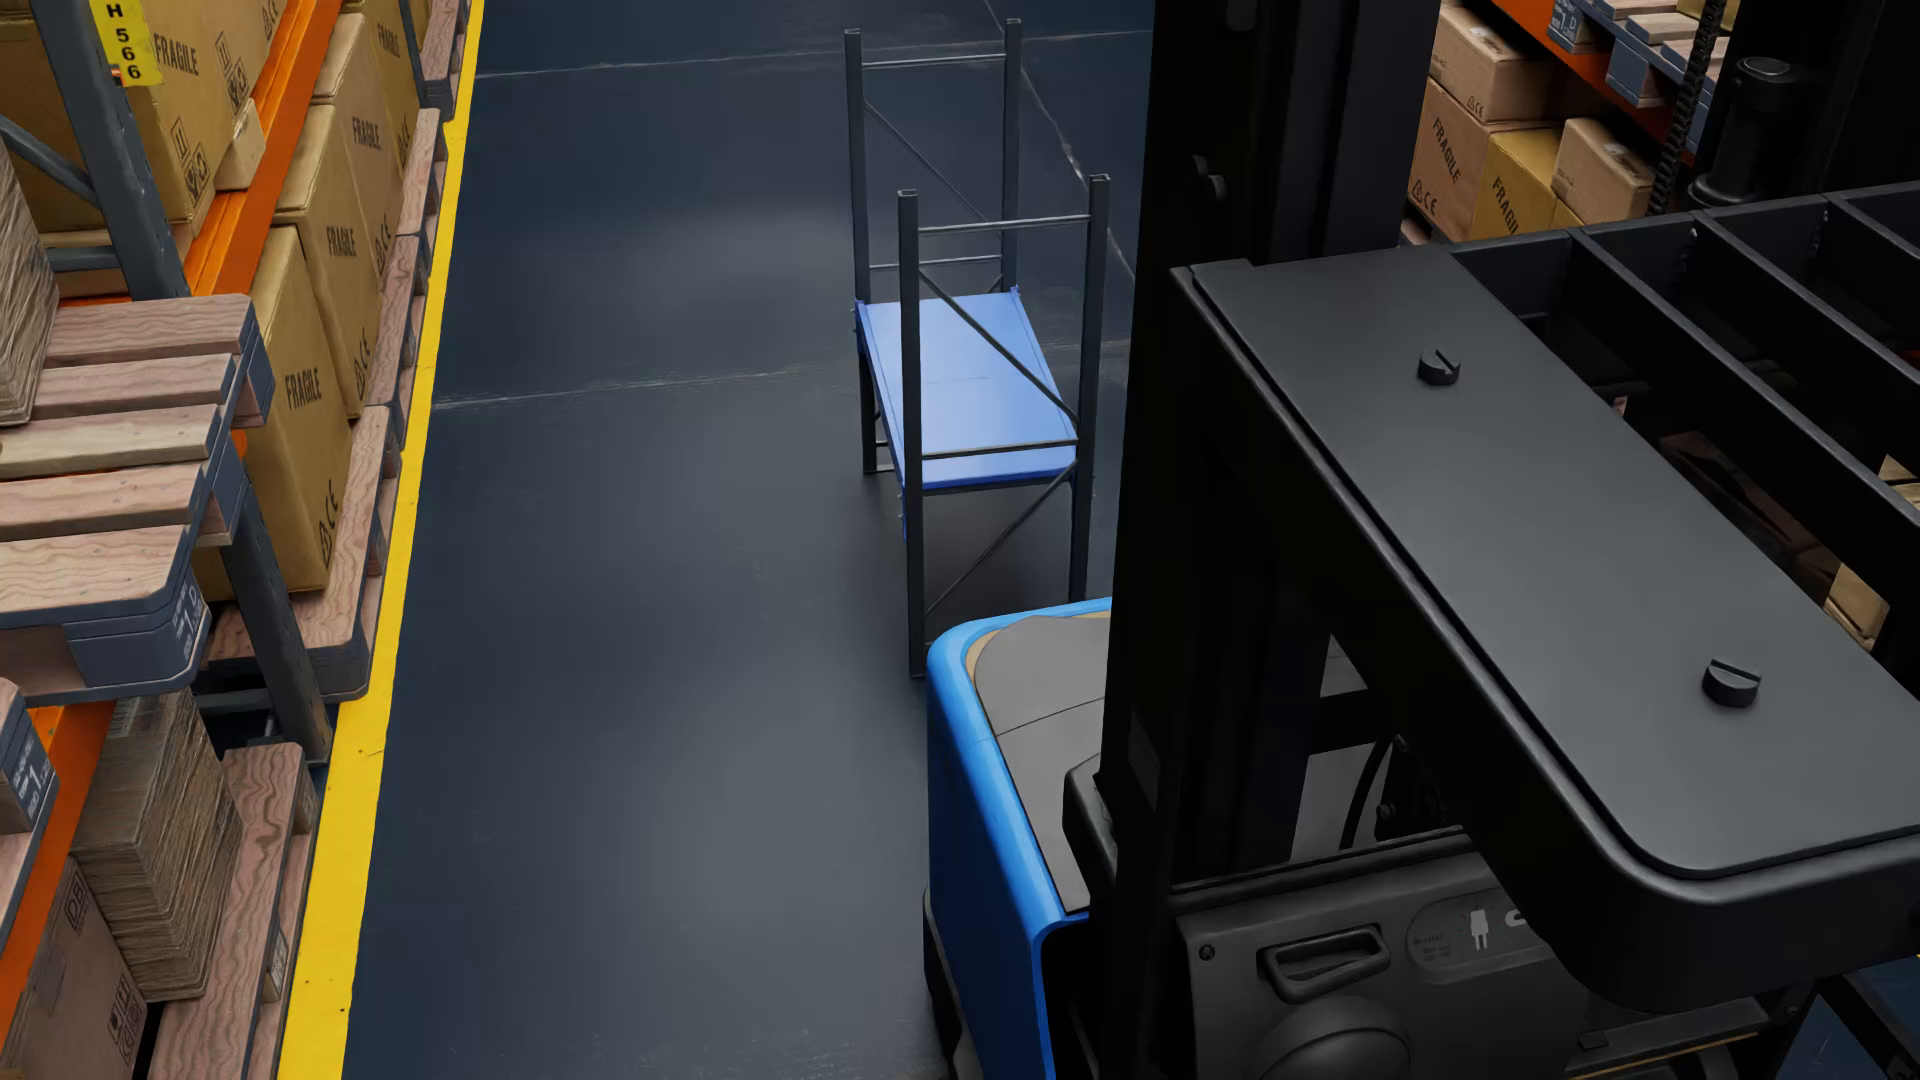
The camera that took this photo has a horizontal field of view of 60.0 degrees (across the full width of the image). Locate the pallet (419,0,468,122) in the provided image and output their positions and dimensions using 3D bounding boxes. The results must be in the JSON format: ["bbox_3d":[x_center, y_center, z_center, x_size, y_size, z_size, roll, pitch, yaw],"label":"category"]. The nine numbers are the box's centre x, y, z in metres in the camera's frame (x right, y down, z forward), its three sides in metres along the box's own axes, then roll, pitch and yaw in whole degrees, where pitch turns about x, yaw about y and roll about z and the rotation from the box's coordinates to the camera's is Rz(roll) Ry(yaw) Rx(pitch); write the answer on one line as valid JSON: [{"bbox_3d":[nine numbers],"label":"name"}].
[{"bbox_3d":[-2.959,-2.345,8.096,1.003,0.211,1.213,-6,38,-8],"label":"pallet"}]

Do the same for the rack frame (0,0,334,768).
[{"bbox_3d":[-2.202,-0.562,3.529,1.000,3.000,0.127,-6,38,-8],"label":"rack frame"}]

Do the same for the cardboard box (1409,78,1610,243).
[{"bbox_3d":[2.091,-1.453,6.354,0.500,0.500,0.500,-8,38,-10],"label":"cardboard box"}]

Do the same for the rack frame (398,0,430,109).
[{"bbox_3d":[-2.903,-2.978,6.639,1.000,3.000,0.127,-6,38,-8],"label":"rack frame"}]

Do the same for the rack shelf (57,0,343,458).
[{"bbox_3d":[-2.552,-1.486,5.305,1.077,0.370,4.000,-6,38,-8],"label":"rack shelf"}]

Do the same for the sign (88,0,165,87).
[{"bbox_3d":[-1.669,-1.052,3.280,0.100,0.325,0.005,-6,38,-8],"label":"sign"}]

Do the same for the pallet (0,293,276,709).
[{"bbox_3d":[-1.972,-0.068,3.048,1.213,0.211,1.003,-6,38,-8],"label":"pallet"}]

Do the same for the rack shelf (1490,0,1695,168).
[{"bbox_3d":[2.324,-2.021,5.993,1.077,0.370,4.000,-6,38,-8],"label":"rack shelf"}]

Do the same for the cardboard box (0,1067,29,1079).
[{"bbox_3d":[-1.933,1.301,2.809,0.700,0.500,0.500,-6,38,-8],"label":"cardboard box"}]

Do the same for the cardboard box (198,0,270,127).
[{"bbox_3d":[-2.117,-1.365,4.222,0.500,0.500,0.500,-5,38,-6],"label":"cardboard box"}]

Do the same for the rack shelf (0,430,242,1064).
[{"bbox_3d":[-1.851,0.930,2.195,1.077,0.370,4.000,-6,38,-8],"label":"rack shelf"}]

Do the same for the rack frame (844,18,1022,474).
[{"bbox_3d":[-0.074,-0.848,5.119,0.500,1.500,0.032,-6,38,-8],"label":"rack frame"}]

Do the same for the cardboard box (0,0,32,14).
[{"bbox_3d":[-2.032,-1.343,3.582,0.500,0.250,0.500,-5,38,-7],"label":"cardboard box"}]

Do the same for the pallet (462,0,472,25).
[{"bbox_3d":[-3.176,-3.083,9.047,1.003,0.211,1.213,-6,38,-8],"label":"pallet"}]

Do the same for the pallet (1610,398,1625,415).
[{"bbox_3d":[2.581,-0.451,5.659,1.003,0.211,1.213,-6,38,-8],"label":"pallet"}]

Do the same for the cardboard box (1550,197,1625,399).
[{"bbox_3d":[2.280,-0.824,5.544,0.500,0.500,0.500,-5,38,-6],"label":"cardboard box"}]

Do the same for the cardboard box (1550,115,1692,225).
[{"bbox_3d":[2.266,-1.153,5.357,0.500,0.250,0.500,-5,38,-6],"label":"cardboard box"}]

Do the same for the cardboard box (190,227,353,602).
[{"bbox_3d":[-2.201,-0.338,4.650,0.750,0.750,0.750,-7,38,-9],"label":"cardboard box"}]

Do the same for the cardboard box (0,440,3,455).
[{"bbox_3d":[-1.985,-0.158,2.569,0.700,0.500,0.500,-10,39,-12],"label":"cardboard box"}]

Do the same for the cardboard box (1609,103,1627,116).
[{"bbox_3d":[2.599,-1.524,6.445,0.500,0.500,0.500,-7,38,-9],"label":"cardboard box"}]

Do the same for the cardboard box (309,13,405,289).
[{"bbox_3d":[-2.502,-1.380,5.991,0.750,0.750,0.750,-5,38,-7],"label":"cardboard box"}]

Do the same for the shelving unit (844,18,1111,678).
[{"bbox_3d":[0.015,-0.541,4.724,0.538,1.500,1.048,-6,38,-8],"label":"shelving unit"}]

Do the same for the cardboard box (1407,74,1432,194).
[{"bbox_3d":[2.003,-1.758,6.747,0.500,0.500,0.500,-6,38,-7],"label":"cardboard box"}]

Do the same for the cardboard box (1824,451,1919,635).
[{"bbox_3d":[2.477,-0.051,4.313,0.500,0.311,0.500,-5,38,-6],"label":"cardboard box"}]

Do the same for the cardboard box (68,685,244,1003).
[{"bbox_3d":[-2.024,0.680,3.608,0.700,0.500,0.500,-6,38,-7],"label":"cardboard box"}]

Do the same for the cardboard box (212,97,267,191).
[{"bbox_3d":[-2.030,-1.018,4.303,0.380,0.149,0.250,-5,38,-7],"label":"cardboard box"}]

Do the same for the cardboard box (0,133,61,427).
[{"bbox_3d":[-2.109,-0.493,2.999,0.700,0.500,0.500,-11,39,-13],"label":"cardboard box"}]

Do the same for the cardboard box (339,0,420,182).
[{"bbox_3d":[-2.661,-1.917,6.682,0.750,0.750,0.750,-6,38,-7],"label":"cardboard box"}]

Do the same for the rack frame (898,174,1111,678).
[{"bbox_3d":[0.104,-0.234,4.328,0.500,1.500,0.032,-6,38,-8],"label":"rack frame"}]

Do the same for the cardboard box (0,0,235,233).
[{"bbox_3d":[-2.035,-1.048,3.814,0.500,0.500,0.500,-5,38,-7],"label":"cardboard box"}]

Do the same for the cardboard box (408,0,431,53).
[{"bbox_3d":[-2.933,-2.620,7.872,0.700,0.500,0.500,-6,38,-7],"label":"cardboard box"}]

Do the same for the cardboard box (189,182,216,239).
[{"bbox_3d":[-2.067,-0.848,4.085,0.380,0.149,0.250,-6,38,-7],"label":"cardboard box"}]

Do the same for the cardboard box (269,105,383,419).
[{"bbox_3d":[-2.349,-0.867,5.331,0.750,0.750,0.750,-6,38,-8],"label":"cardboard box"}]

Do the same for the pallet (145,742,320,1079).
[{"bbox_3d":[-2.066,1.011,3.777,1.003,0.211,1.213,-6,38,-8],"label":"pallet"}]

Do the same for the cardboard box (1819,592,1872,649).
[{"bbox_3d":[2.477,0.170,4.485,0.500,0.250,0.500,-6,38,-8],"label":"cardboard box"}]

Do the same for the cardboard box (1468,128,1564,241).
[{"bbox_3d":[2.189,-1.136,5.947,0.500,0.500,0.500,-8,38,-10],"label":"cardboard box"}]

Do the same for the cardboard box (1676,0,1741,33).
[{"bbox_3d":[2.453,-1.671,4.532,0.700,0.500,0.500,-19,42,-23],"label":"cardboard box"}]

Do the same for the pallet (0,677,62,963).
[{"bbox_3d":[-1.814,0.705,2.054,1.003,0.211,1.213,-6,38,-8],"label":"pallet"}]

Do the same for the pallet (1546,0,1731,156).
[{"bbox_3d":[2.487,-1.424,4.794,1.213,0.211,1.003,-6,38,-8],"label":"pallet"}]

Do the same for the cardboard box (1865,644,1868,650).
[{"bbox_3d":[2.566,0.474,4.094,0.500,0.250,0.500,-7,38,-9],"label":"cardboard box"}]

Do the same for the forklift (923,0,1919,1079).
[{"bbox_3d":[0.791,0.659,2.013,1.130,2.935,3.031,-9,39,-12],"label":"forklift"}]

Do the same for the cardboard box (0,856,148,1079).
[{"bbox_3d":[-2.048,1.004,3.192,0.700,0.500,0.500,-6,38,-8],"label":"cardboard box"}]

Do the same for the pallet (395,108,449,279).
[{"bbox_3d":[-2.693,-1.419,6.905,1.003,0.211,1.213,-6,38,-8],"label":"pallet"}]

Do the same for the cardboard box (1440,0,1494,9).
[{"bbox_3d":[1.994,-2.074,6.542,0.500,0.250,0.500,-6,38,-8],"label":"cardboard box"}]

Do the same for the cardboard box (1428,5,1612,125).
[{"bbox_3d":[2.082,-1.771,6.152,0.500,0.250,0.500,-7,38,-9],"label":"cardboard box"}]

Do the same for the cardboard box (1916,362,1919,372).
[{"bbox_3d":[2.876,-0.590,5.243,0.500,0.500,0.500,-5,38,-6],"label":"cardboard box"}]

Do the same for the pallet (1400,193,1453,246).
[{"bbox_3d":[2.371,-1.187,6.605,1.003,0.211,1.213,-6,38,-8],"label":"pallet"}]

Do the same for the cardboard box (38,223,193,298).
[{"bbox_3d":[-2.031,-0.695,3.888,0.380,0.149,0.250,-7,38,-9],"label":"cardboard box"}]

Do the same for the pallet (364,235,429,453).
[{"bbox_3d":[-2.476,-0.681,5.954,1.003,0.211,1.213,-6,38,-8],"label":"pallet"}]

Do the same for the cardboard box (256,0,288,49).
[{"bbox_3d":[-2.203,-1.665,4.608,0.500,0.500,0.500,-6,38,-8],"label":"cardboard box"}]

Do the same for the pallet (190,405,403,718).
[{"bbox_3d":[-2.266,0.054,5.008,1.003,0.211,1.213,-6,38,-8],"label":"pallet"}]

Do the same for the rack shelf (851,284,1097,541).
[{"bbox_3d":[0.015,-0.399,4.834,0.538,0.185,1.000,-6,38,-8],"label":"rack shelf"}]

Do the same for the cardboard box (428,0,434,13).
[{"bbox_3d":[-3.018,-2.924,8.263,0.700,0.500,0.500,-7,38,-8],"label":"cardboard box"}]
